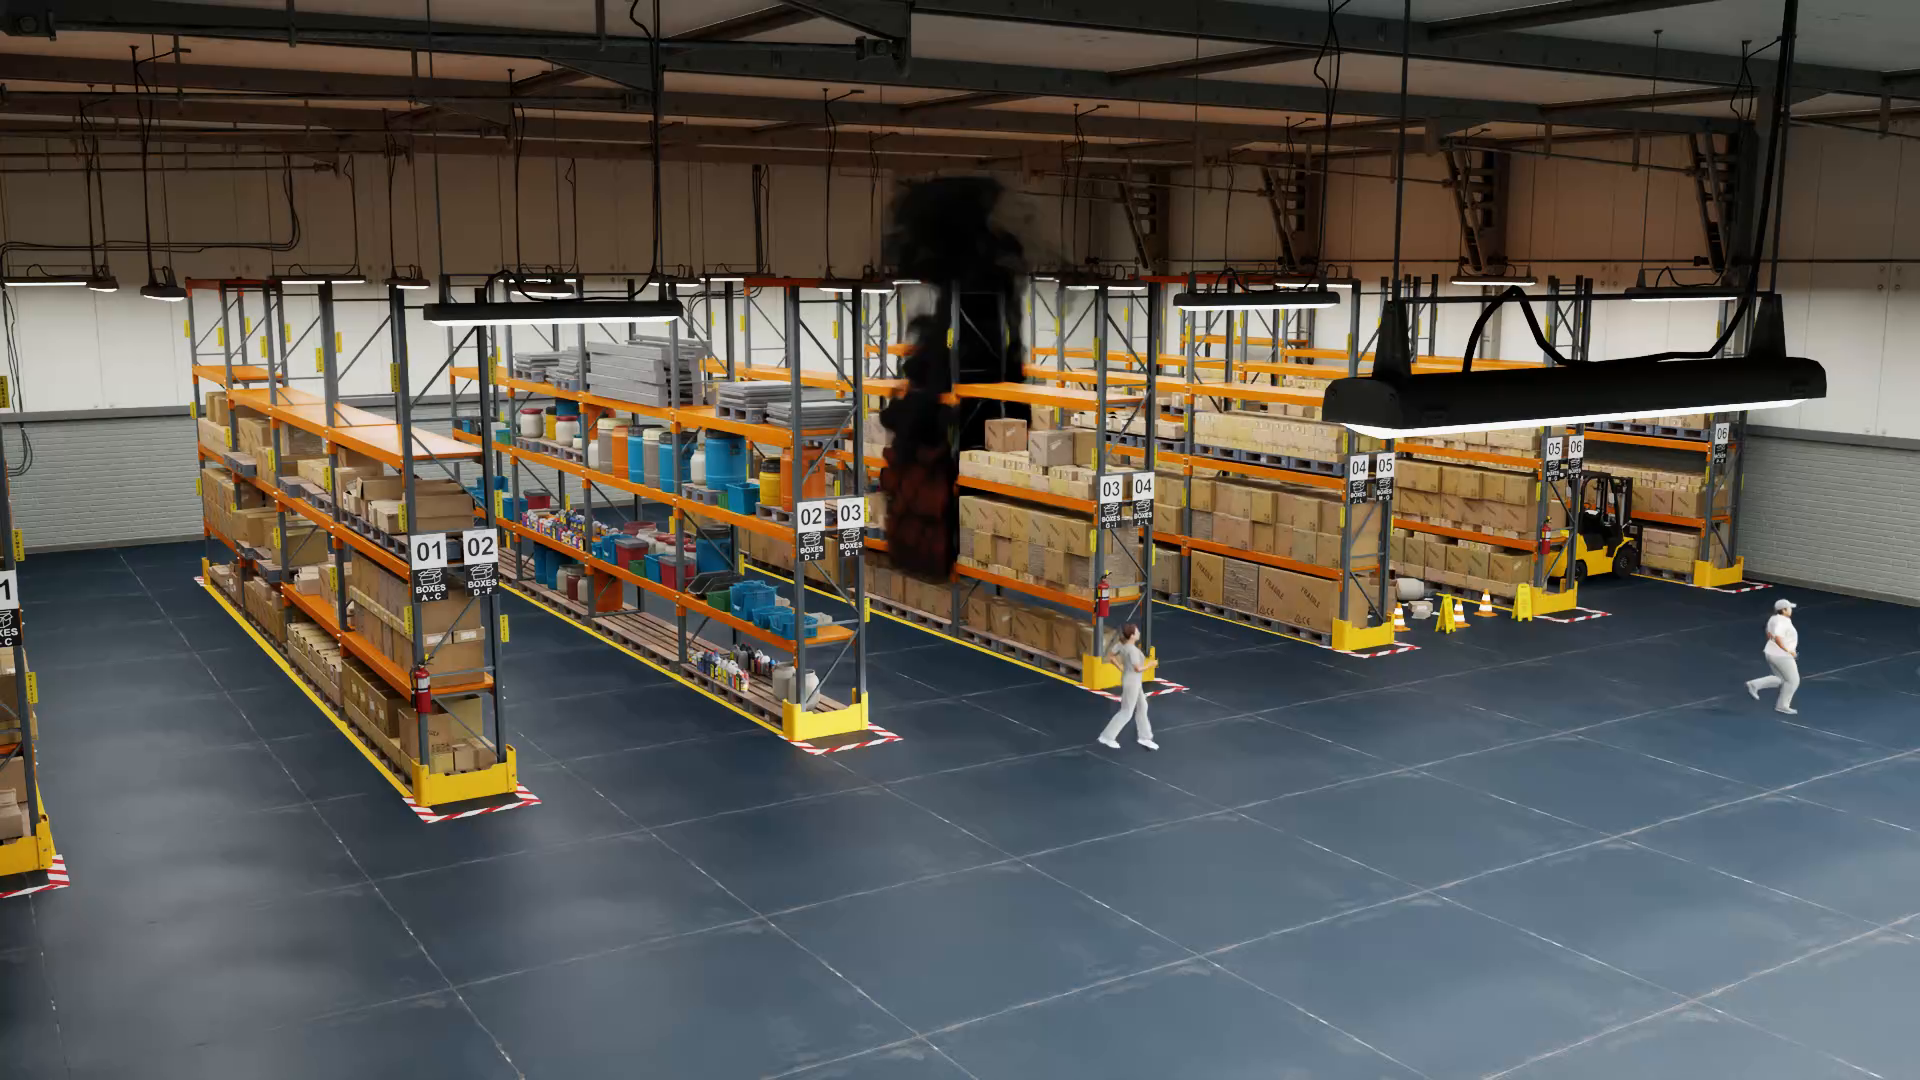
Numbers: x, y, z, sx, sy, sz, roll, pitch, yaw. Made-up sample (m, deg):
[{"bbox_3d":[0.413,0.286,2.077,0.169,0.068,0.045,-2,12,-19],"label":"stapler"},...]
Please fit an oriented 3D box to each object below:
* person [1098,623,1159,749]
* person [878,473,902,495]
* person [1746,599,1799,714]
[{"bbox_3d":[2.202,1.911,21.522,0.841,1.706,0.555,-1,10,-8],"label":"person"},{"bbox_3d":[-1.657,-0.711,37.415,0.682,1.691,0.973,-8,13,-41],"label":"person"},{"bbox_3d":[11.517,1.640,23.456,0.670,1.641,0.608,1,10,9],"label":"person"}]
